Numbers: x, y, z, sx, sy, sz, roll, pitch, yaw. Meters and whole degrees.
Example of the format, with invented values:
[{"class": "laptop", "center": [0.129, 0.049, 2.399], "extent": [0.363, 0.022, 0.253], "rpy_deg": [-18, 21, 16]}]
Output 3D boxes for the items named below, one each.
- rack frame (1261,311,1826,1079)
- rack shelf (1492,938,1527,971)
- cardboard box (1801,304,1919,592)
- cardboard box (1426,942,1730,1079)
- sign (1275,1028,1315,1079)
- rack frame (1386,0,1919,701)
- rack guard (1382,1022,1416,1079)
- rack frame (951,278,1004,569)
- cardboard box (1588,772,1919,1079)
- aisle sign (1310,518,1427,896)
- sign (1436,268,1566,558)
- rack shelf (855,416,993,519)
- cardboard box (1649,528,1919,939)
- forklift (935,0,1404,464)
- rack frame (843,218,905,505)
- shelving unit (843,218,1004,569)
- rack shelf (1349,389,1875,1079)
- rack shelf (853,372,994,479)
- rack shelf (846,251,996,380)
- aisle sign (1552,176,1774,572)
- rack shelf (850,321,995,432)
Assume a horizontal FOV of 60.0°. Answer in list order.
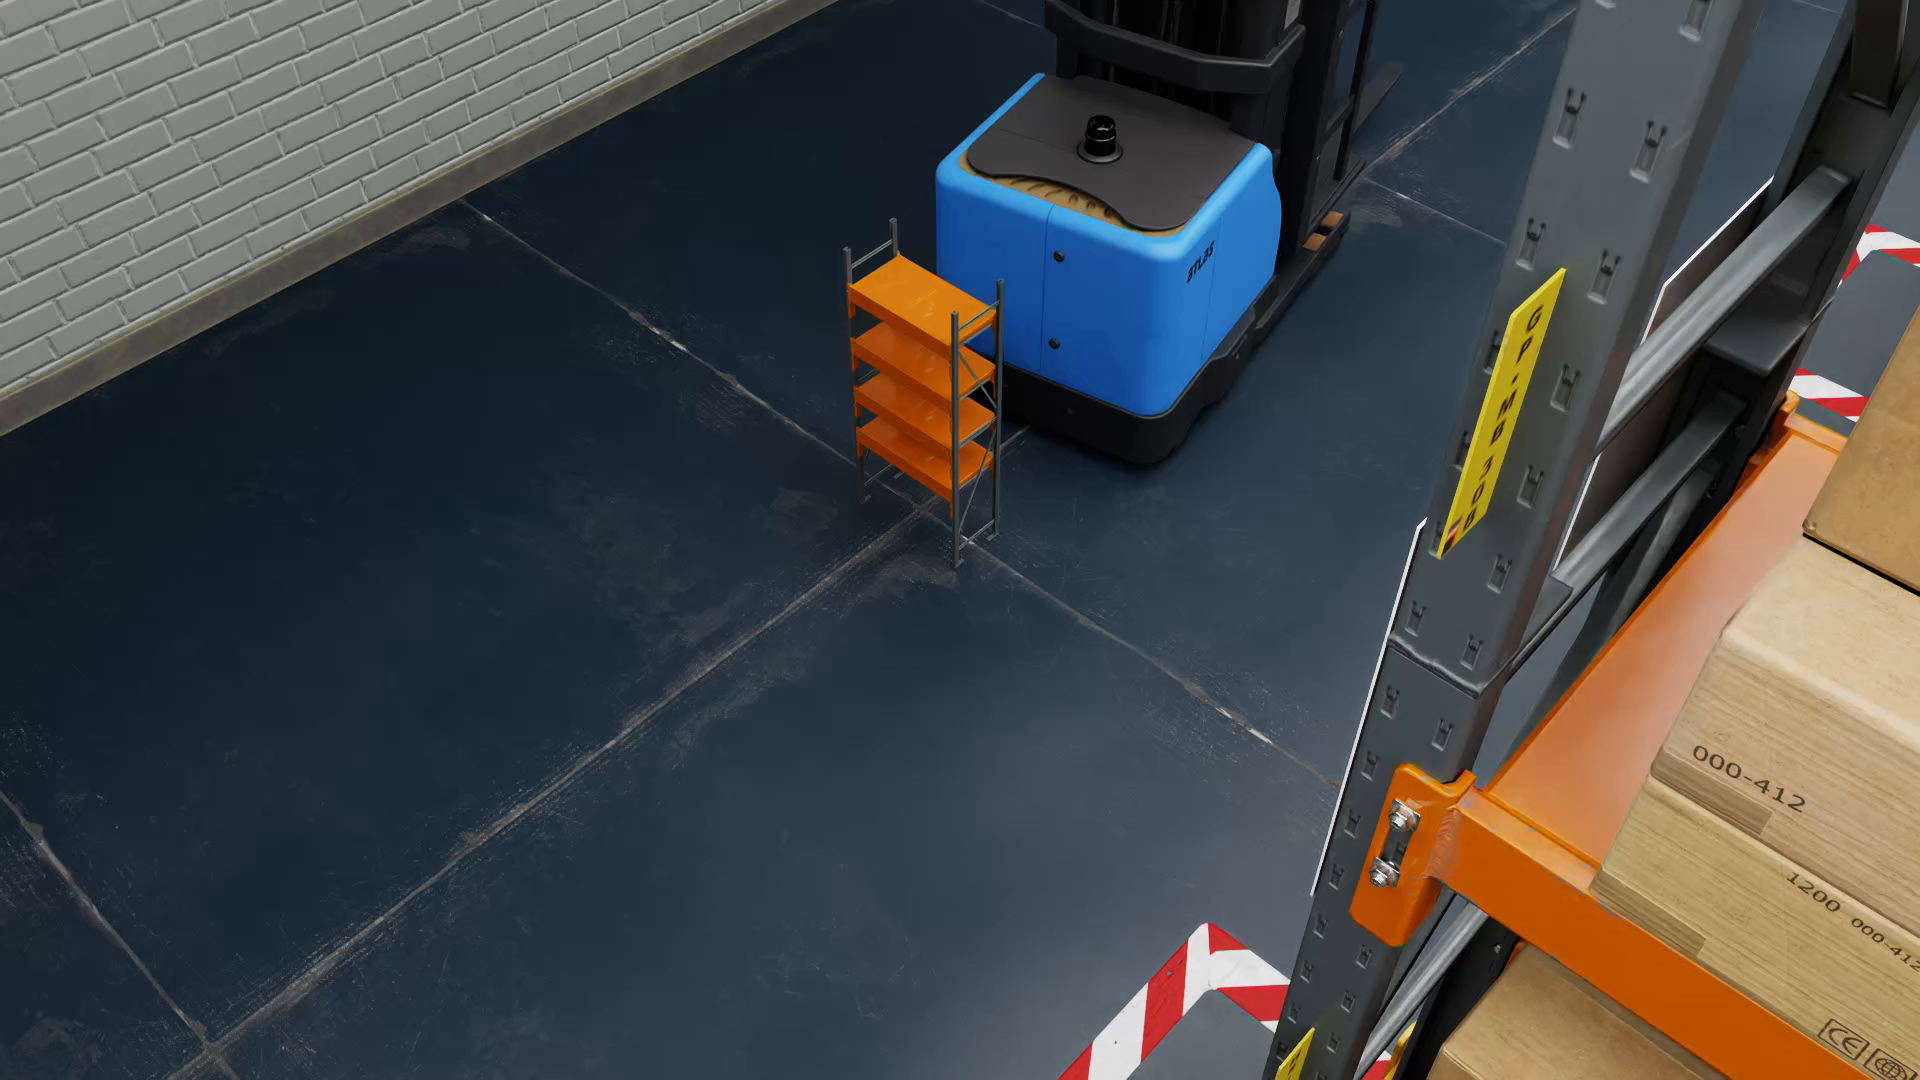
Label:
[{"class": "rack frame", "center": [0.902, 0.917, 3.332], "extent": [0.127, 3.000, 1.000], "rpy_deg": [34, 55, 28]}, {"class": "rack shelf", "center": [2.371, 2.152, 2.665], "extent": [4.000, 0.370, 1.077], "rpy_deg": [34, 55, 28]}, {"class": "cardboard box", "center": [1.290, -0.241, 1.607], "extent": [0.500, 0.500, 0.700], "rpy_deg": [34, 55, 28]}, {"class": "cardboard box", "center": [1.049, 0.901, 2.592], "extent": [0.500, 0.500, 0.500], "rpy_deg": [36, 56, 29]}, {"class": "sign", "center": [0.534, 0.911, 2.743], "extent": [0.005, 0.325, 0.100], "rpy_deg": [34, 55, 28]}, {"class": "rack frame", "center": [0.902, -1.137, 1.145], "extent": [0.127, 3.000, 1.000], "rpy_deg": [34, 55, 28]}, {"class": "rack guard", "center": [0.957, 1.810, 4.208], "extent": [0.348, 0.500, 1.175], "rpy_deg": [34, 55, 28]}, {"class": "rack frame", "center": [0.058, -0.372, 5.776], "extent": [0.015, 1.200, 0.240], "rpy_deg": [34, 55, 28]}, {"class": "cardboard box", "center": [1.107, 0.332, 1.926], "extent": [0.500, 0.250, 0.500], "rpy_deg": [34, 55, 28]}, {"class": "aisle sign", "center": [0.652, 0.151, 2.268], "extent": [0.004, 0.787, 0.394], "rpy_deg": [34, 55, 28]}, {"class": "sign", "center": [0.534, -0.118, 1.646], "extent": [0.005, 0.325, 0.100], "rpy_deg": [34, 55, 28]}, {"class": "rack shelf", "center": [-0.122, -0.311, 6.083], "extent": [0.480, 0.148, 0.258], "rpy_deg": [34, 55, 28]}, {"class": "cardboard box", "center": [1.103, 0.164, 1.741], "extent": [0.500, 0.250, 0.500], "rpy_deg": [34, 55, 28]}, {"class": "forklift", "center": [1.092, -2.358, 6.454], "extent": [1.130, 2.935, 3.031], "rpy_deg": [24, 51, 21]}, {"class": "rack frame", "center": [-0.301, -0.613, 6.003], "extent": [0.015, 1.200, 0.240], "rpy_deg": [34, 55, 28]}, {"class": "shelving unit", "center": [-0.122, -0.493, 5.889], "extent": [0.503, 1.200, 0.258], "rpy_deg": [34, 55, 28]}, {"class": "rack shelf", "center": [2.371, 1.125, 1.572], "extent": [4.000, 0.370, 1.077], "rpy_deg": [34, 55, 28]}, {"class": "rack shelf", "center": [-0.122, -0.446, 5.938], "extent": [0.480, 0.148, 0.258], "rpy_deg": [34, 55, 28]}, {"class": "rack shelf", "center": [-0.122, -0.762, 5.603], "extent": [0.480, 0.148, 0.258], "rpy_deg": [34, 55, 28]}, {"class": "aisle sign", "center": [1.059, -0.171, 2.570], "extent": [0.004, 0.787, 0.394], "rpy_deg": [34, 55, 28]}, {"class": "rack shelf", "center": [-0.122, -0.600, 5.775], "extent": [0.480, 0.148, 0.258], "rpy_deg": [34, 55, 28]}]
